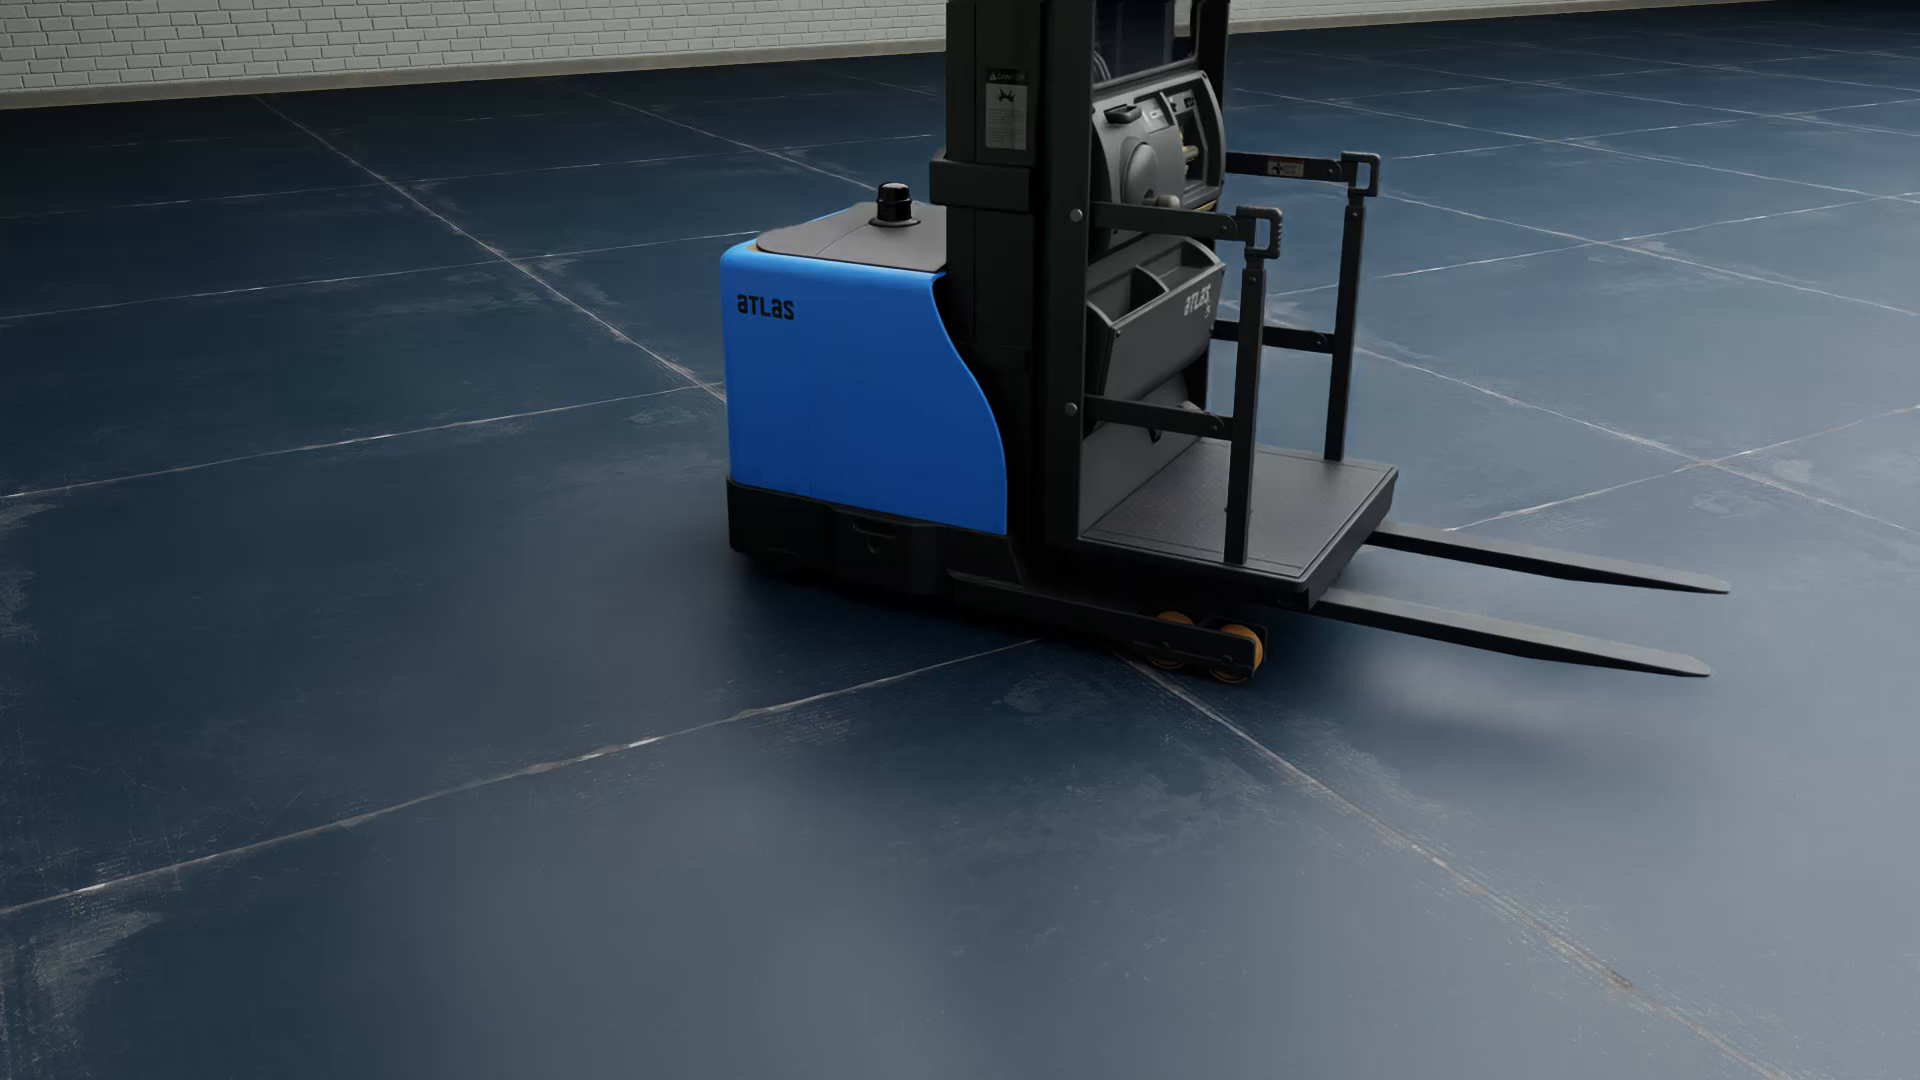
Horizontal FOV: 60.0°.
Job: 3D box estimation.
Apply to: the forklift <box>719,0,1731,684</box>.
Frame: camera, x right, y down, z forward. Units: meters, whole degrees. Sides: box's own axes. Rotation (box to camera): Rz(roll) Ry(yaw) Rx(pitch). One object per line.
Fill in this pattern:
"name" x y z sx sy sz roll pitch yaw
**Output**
"forklift" 0.773 -1.173 4.805 3.031 2.935 1.130 11 25 26
